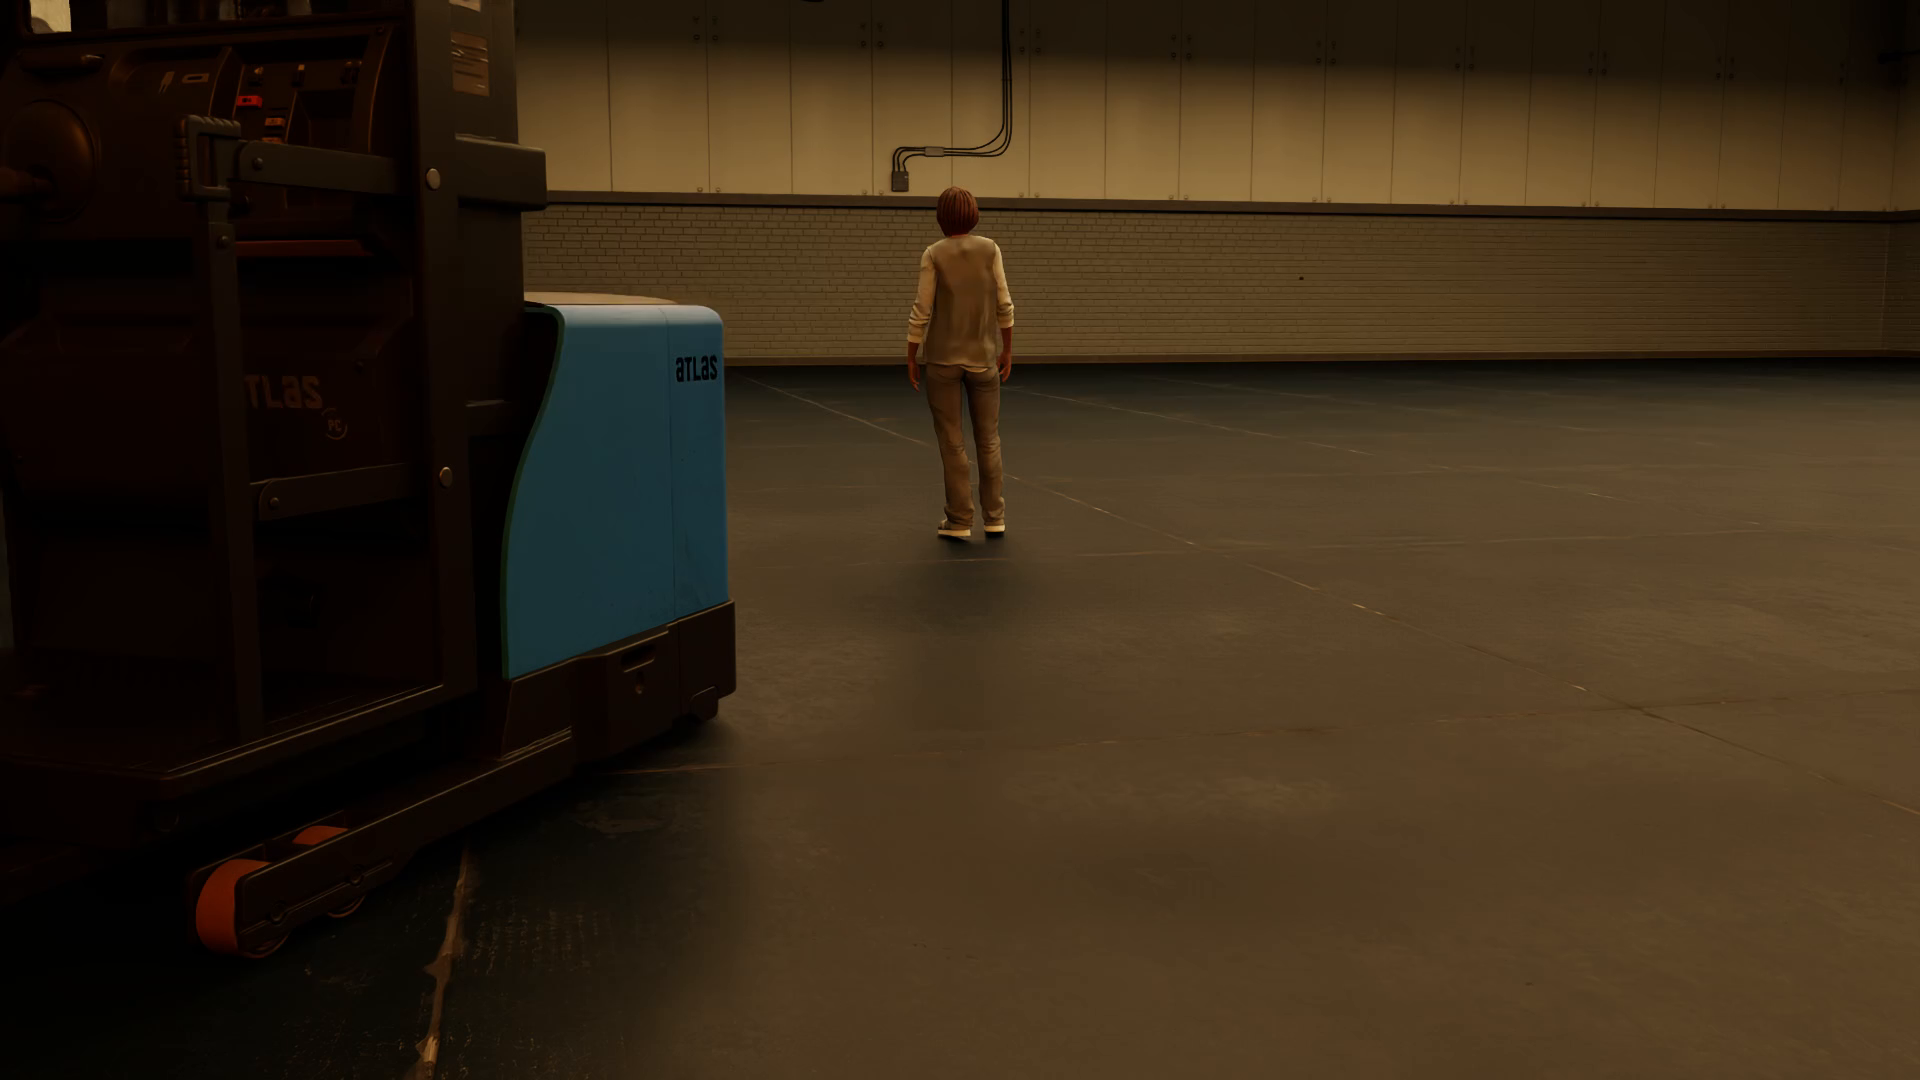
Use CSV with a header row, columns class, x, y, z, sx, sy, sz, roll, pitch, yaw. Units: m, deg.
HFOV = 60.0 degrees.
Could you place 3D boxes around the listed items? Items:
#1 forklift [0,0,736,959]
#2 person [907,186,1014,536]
class,x,y,z,sx,sy,sz,roll,pitch,yaw
forklift,-1.559,-0.820,2.999,1.130,2.935,3.031,3,8,19
person,-0.003,-0.801,7.670,0.520,1.582,0.475,-2,8,-13
